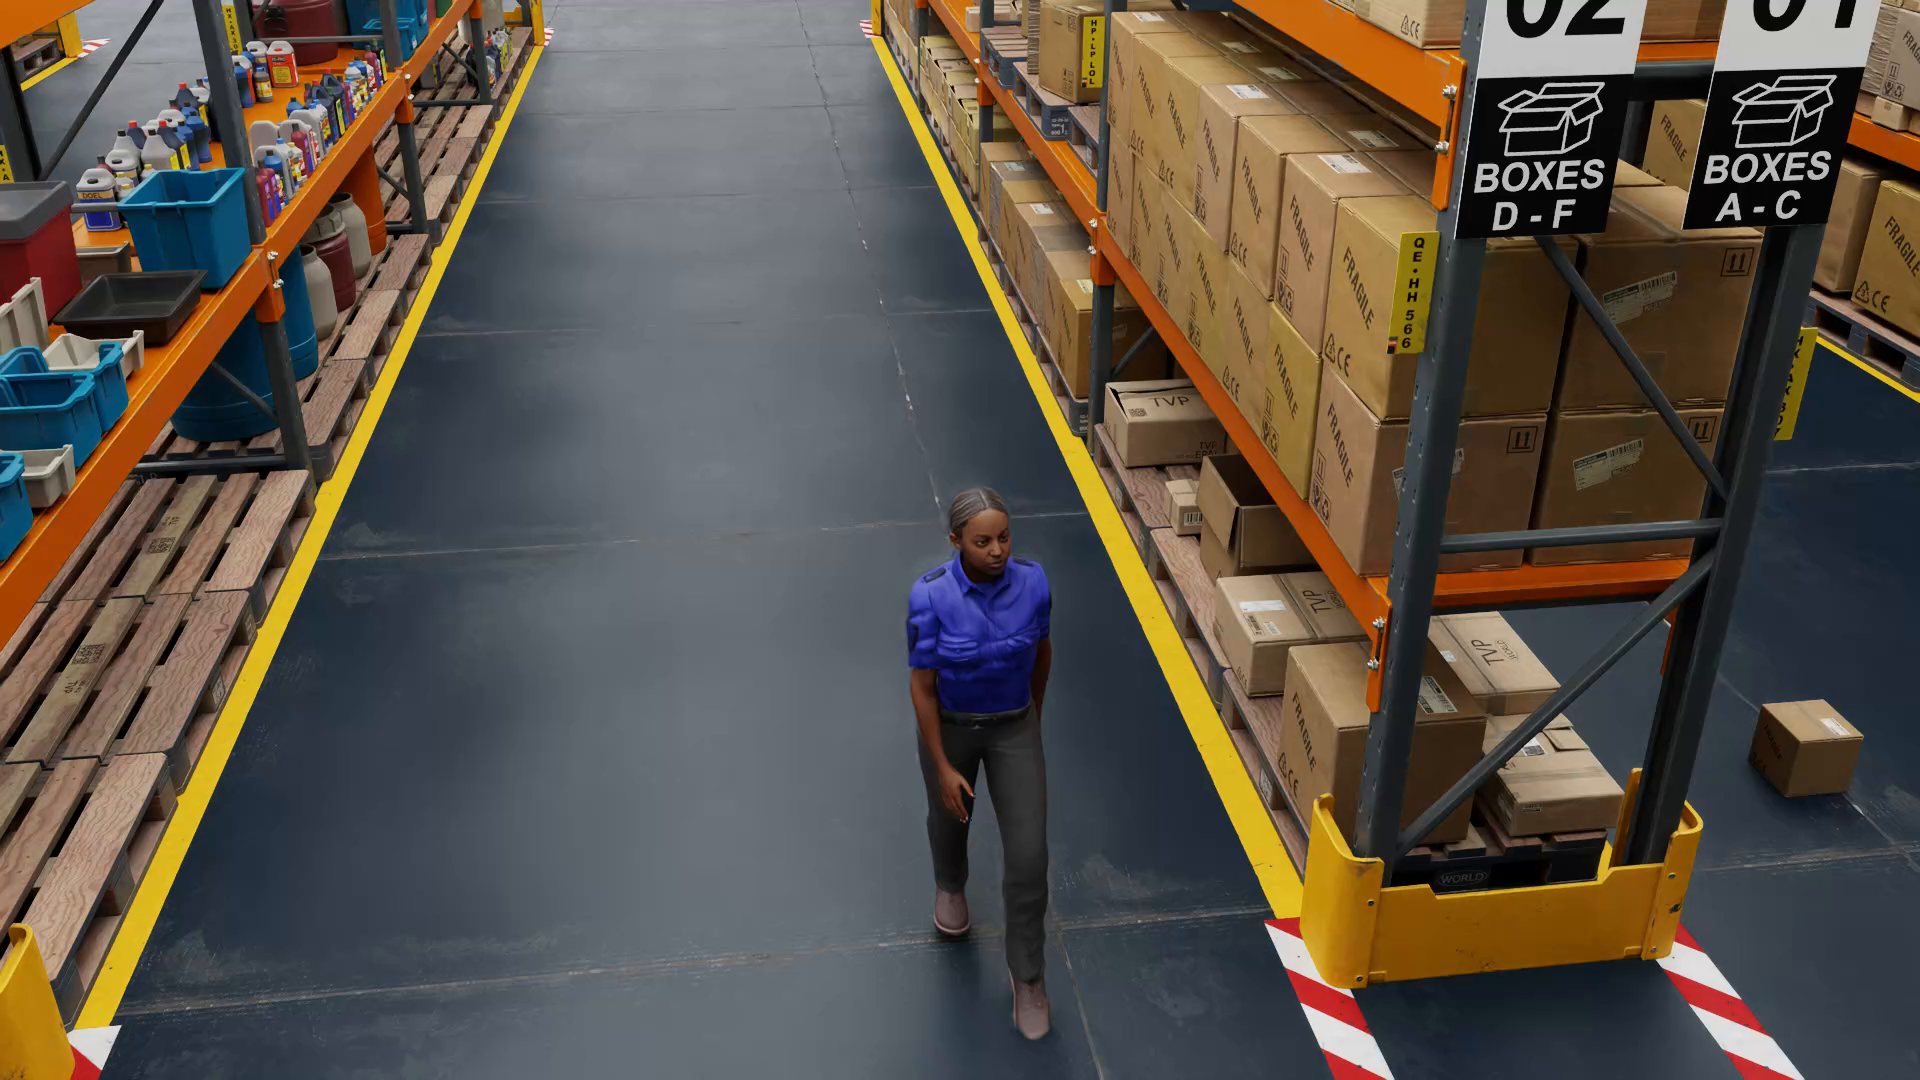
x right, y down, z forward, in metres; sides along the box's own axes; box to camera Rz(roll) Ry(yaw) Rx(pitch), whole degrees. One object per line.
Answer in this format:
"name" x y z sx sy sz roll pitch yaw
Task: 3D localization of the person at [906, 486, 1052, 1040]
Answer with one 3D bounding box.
"person" 0.072 0.628 4.944 0.449 1.700 0.730 -4 28 -7
